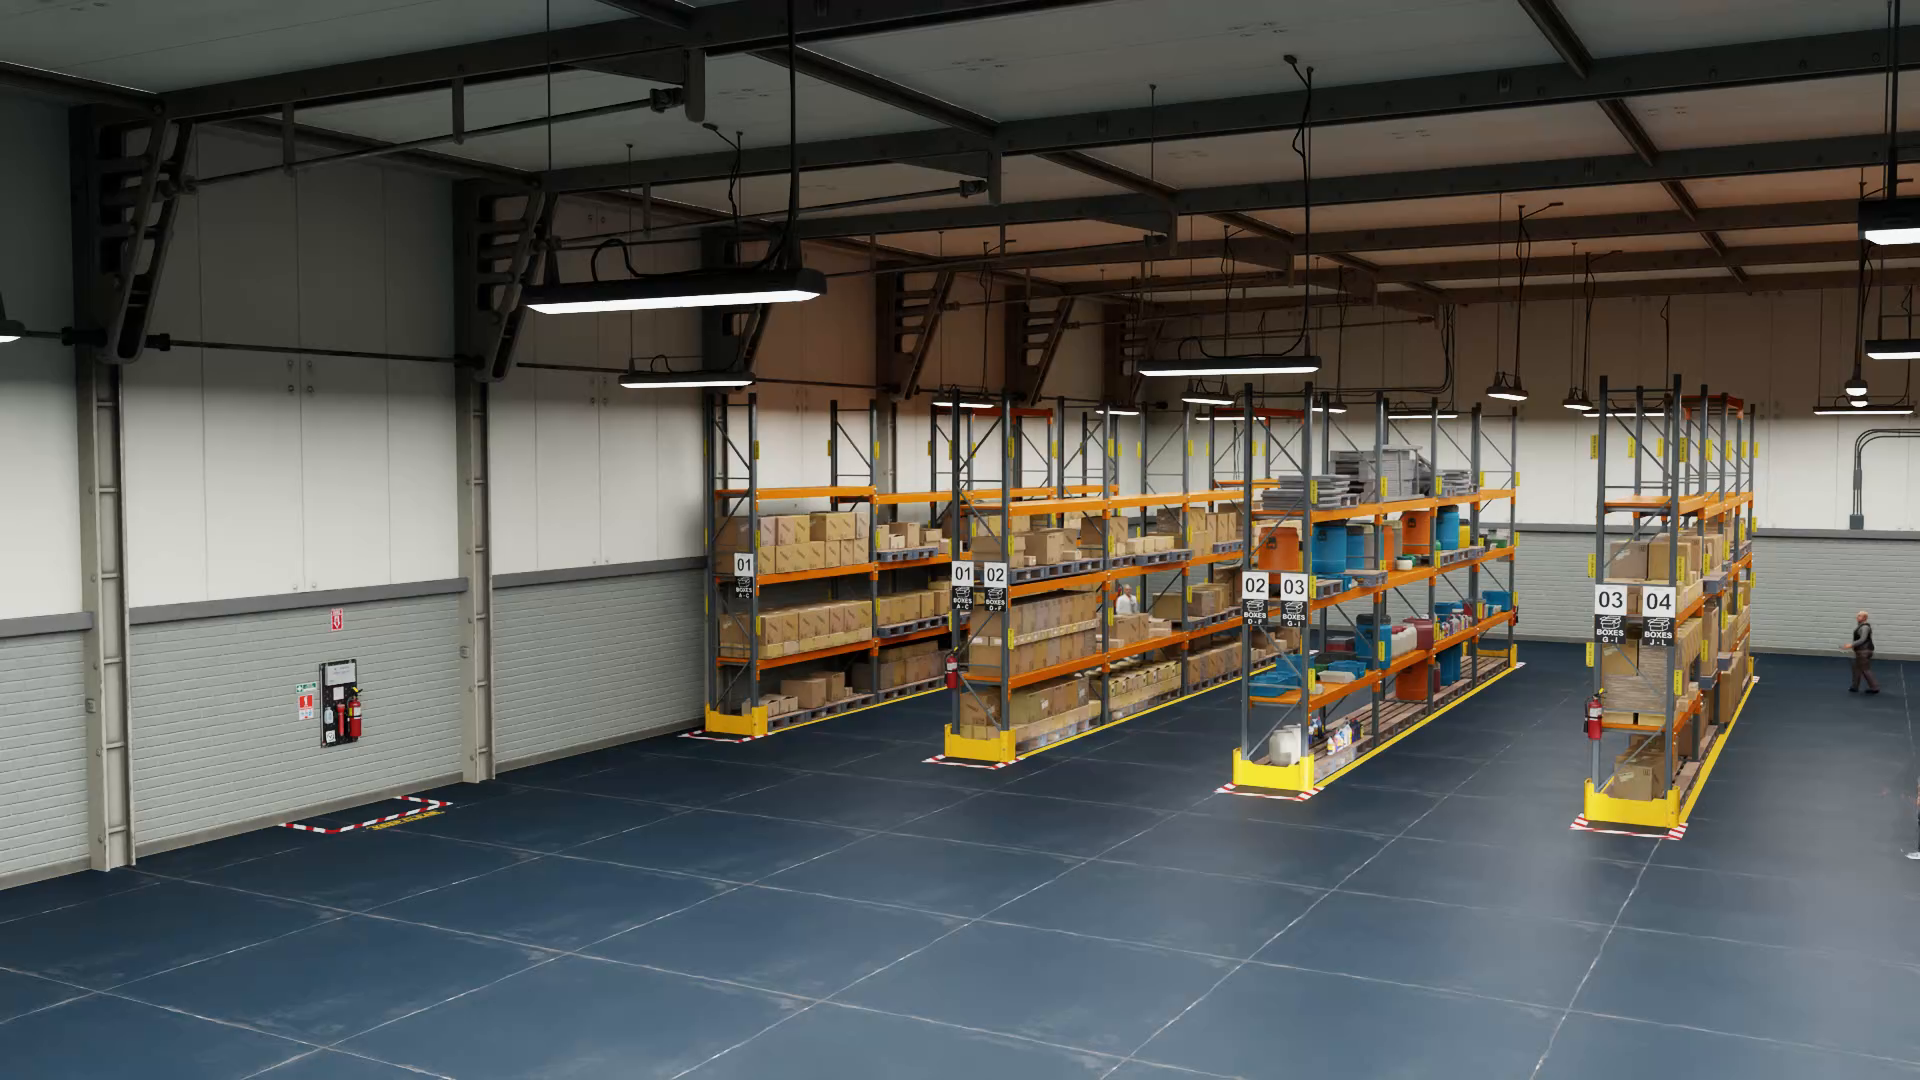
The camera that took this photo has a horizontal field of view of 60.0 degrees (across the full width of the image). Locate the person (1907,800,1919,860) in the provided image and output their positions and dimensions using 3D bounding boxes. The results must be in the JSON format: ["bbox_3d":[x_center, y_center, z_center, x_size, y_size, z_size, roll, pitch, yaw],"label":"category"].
[{"bbox_3d":[11.867,3.120,20.106,0.479,1.575,0.711,-3,4,-45],"label":"person"}]

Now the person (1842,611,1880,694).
[{"bbox_3d":[18.574,2.347,34.228,0.701,1.777,0.747,-2,4,-37],"label":"person"}]

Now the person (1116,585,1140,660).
[{"bbox_3d":[4.039,2.016,39.831,0.659,1.721,0.458,-2,4,-33],"label":"person"}]
